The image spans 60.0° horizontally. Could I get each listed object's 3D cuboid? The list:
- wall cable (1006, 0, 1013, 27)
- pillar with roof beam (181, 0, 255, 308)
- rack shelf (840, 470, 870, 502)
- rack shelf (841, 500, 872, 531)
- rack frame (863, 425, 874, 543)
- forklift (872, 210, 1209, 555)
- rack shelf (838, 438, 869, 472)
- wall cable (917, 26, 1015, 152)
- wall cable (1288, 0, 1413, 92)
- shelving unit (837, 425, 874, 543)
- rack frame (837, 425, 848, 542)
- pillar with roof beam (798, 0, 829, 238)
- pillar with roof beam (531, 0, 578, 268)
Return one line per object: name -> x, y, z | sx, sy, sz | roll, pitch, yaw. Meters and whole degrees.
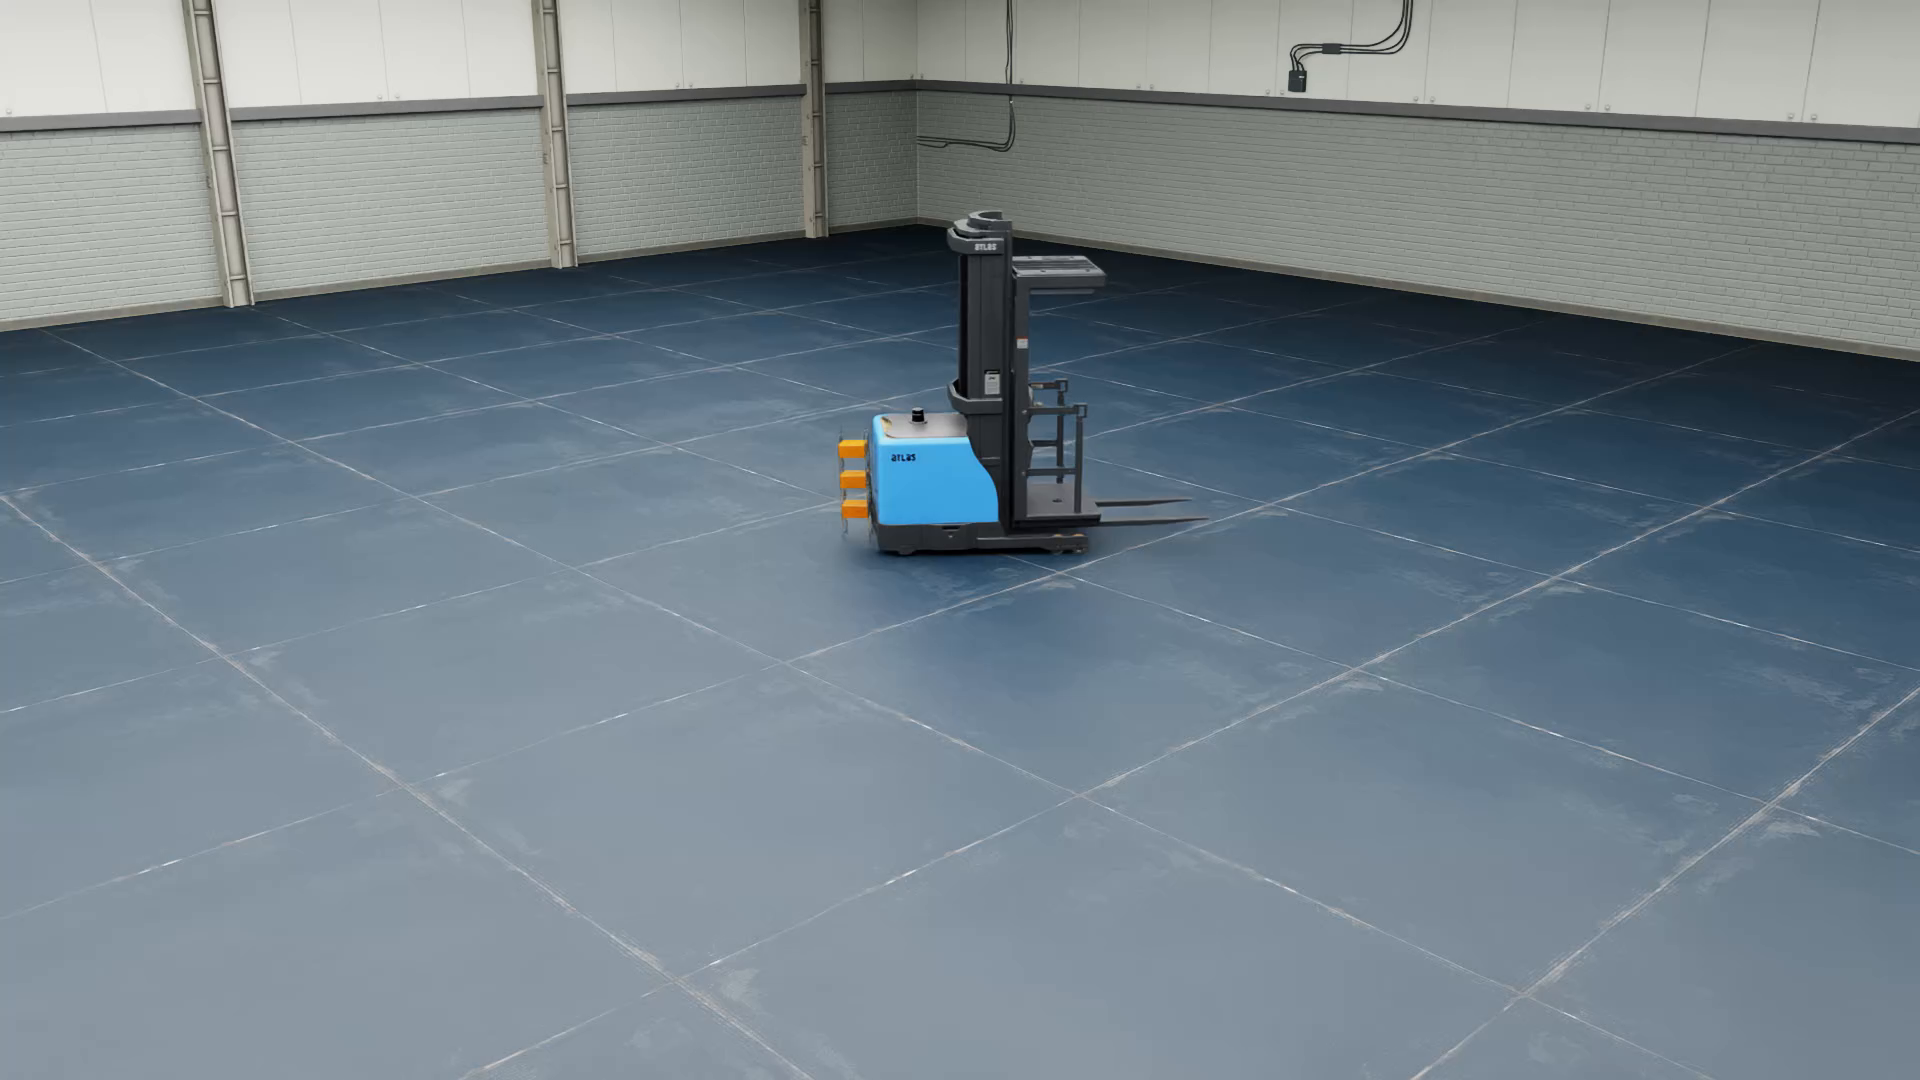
wall cable -> 1.903, -11.293, 32.337 | 0.112, 2.526, 3.097 | -16, 24, -41
pillar with roof beam -> -8.766, -7.139, 22.677 | 0.400, 9.000, 9.100 | -16, 24, -41
rack shelf -> -0.948, -0.497, 15.101 | 0.240, 0.259, 0.215 | 0, 18, 7
rack shelf -> -0.938, -0.232, 15.185 | 0.240, 0.259, 0.215 | 0, 18, 7
rack frame -> -0.827, -0.507, 15.082 | 0.008, 1.050, 0.200 | 0, 18, 7
forklift -> 0.732, -1.436, 14.927 | 3.031, 2.935, 1.130 | -2, 18, -6
rack shelf -> -0.958, -0.767, 15.015 | 0.240, 0.259, 0.215 | 0, 18, 7
wall cable -> 0.045, -9.497, 34.986 | 0.112, 2.526, 3.097 | -16, 24, -41
wall cable -> 6.555, -10.461, 27.410 | 0.169, 6.003, 2.305 | -16, 24, -41
shelving unit -> -0.948, -0.507, 15.098 | 0.252, 1.050, 0.215 | 0, 18, 7
rack frame -> -1.069, -0.508, 15.113 | 0.008, 1.050, 0.200 | 0, 18, 7
pillar with roof beam -> -0.047, -9.681, 30.520 | 0.400, 9.000, 9.100 | -16, 24, -41
pillar with roof beam -> -4.407, -8.410, 26.599 | 0.400, 9.000, 9.100 | -16, 24, -41
